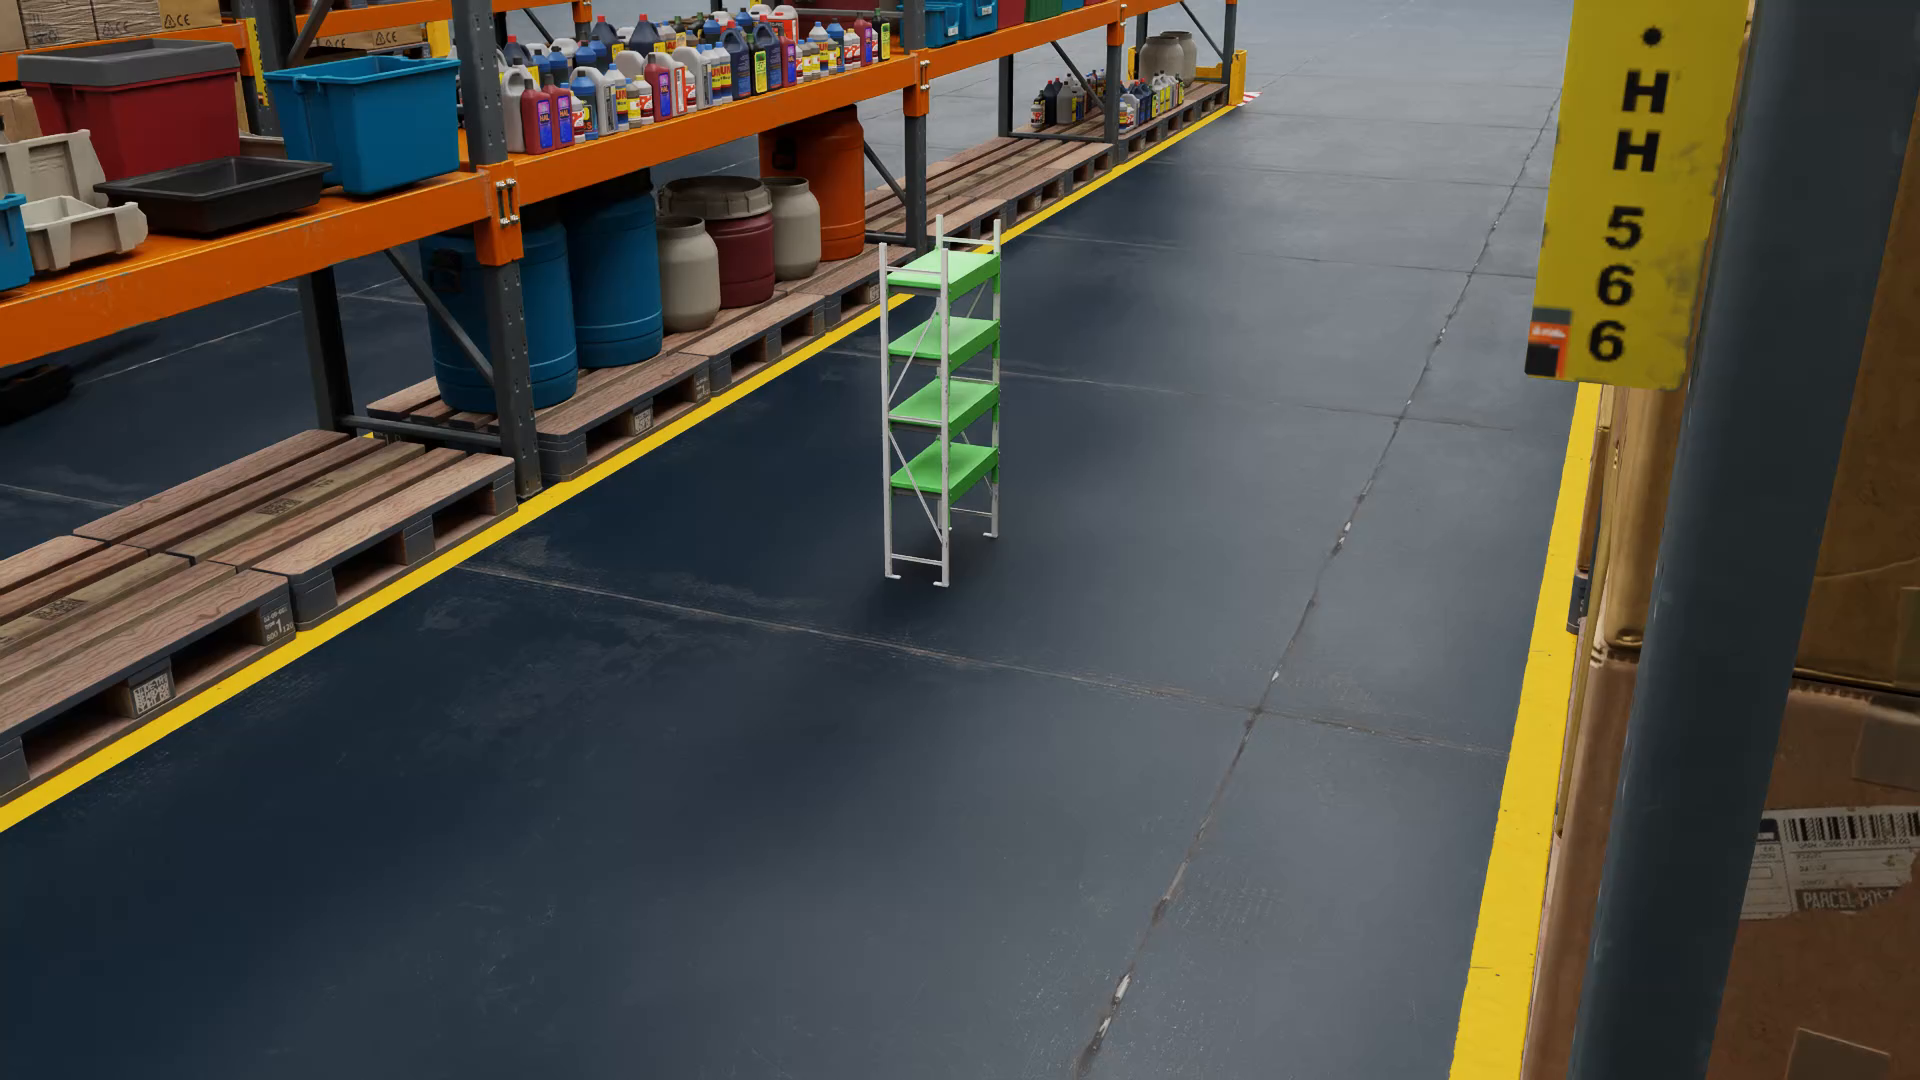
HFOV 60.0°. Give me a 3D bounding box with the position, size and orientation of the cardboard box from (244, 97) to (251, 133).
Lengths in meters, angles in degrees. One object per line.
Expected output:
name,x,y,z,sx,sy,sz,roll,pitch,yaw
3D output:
cardboard box,-5.054,-3.064,12.365,0.700,0.500,0.500,7,24,17

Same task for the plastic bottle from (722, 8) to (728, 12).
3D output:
plastic bottle,-1.311,-2.789,9.186,0.061,0.283,0.133,9,24,20

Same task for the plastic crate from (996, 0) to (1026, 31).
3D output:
plastic crate,0.198,-3.626,10.957,0.402,0.464,0.583,9,24,20

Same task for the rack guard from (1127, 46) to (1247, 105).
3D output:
rack guard,2.301,-4.738,16.944,1.175,0.500,0.348,9,24,20

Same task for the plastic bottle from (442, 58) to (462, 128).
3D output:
plastic bottle,-2.190,-1.892,7.048,0.152,0.276,0.135,9,24,20

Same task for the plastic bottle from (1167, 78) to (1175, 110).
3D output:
plastic bottle,1.840,-4.015,14.934,0.152,0.276,0.135,8,24,19

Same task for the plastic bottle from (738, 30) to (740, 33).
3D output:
plastic bottle,-1.067,-2.348,8.131,0.061,0.283,0.133,9,24,20

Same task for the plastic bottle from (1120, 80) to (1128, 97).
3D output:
plastic bottle,1.351,-3.725,14.141,0.144,0.351,0.185,9,24,20

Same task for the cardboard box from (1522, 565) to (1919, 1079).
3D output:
cardboard box,0.854,0.266,1.593,0.500,0.500,0.500,10,25,22

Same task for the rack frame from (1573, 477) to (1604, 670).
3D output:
rack frame,2.426,-0.920,4.562,1.000,3.000,0.127,9,24,20

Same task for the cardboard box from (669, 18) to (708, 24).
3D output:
cardboard box,-2.751,-5.235,17.589,0.500,0.500,0.500,16,28,34

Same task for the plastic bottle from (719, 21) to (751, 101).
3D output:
plastic bottle,-1.081,-2.260,7.832,0.144,0.351,0.185,9,24,20

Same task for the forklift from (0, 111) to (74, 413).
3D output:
forklift,-4.804,-1.942,7.096,1.130,2.935,3.031,4,23,9

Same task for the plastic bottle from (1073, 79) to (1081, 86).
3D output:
plastic bottle,1.027,-3.954,14.786,0.152,0.276,0.135,9,24,21

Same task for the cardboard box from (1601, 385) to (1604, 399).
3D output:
cardboard box,2.908,-0.725,6.766,0.500,0.500,0.500,8,24,18

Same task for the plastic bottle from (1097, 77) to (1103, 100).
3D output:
plastic bottle,1.284,-4.196,15.463,0.097,0.201,0.097,0,23,0

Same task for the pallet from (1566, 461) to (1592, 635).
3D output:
pallet,2.693,0.070,5.809,1.003,0.211,1.213,9,24,20

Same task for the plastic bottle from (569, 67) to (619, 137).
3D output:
plastic bottle,-1.510,-1.816,6.866,0.152,0.276,0.135,9,24,20

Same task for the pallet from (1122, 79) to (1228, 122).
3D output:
pallet,1.994,-4.315,16.305,1.003,0.211,1.213,9,24,20

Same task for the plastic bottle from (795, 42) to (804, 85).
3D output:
plastic bottle,-0.839,-2.400,8.361,0.097,0.201,0.097,0,23,0

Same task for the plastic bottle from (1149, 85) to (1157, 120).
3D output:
plastic bottle,1.655,-3.793,14.393,0.061,0.283,0.133,10,25,22

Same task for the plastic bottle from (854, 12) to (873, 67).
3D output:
plastic bottle,-0.526,-2.720,9.022,0.061,0.283,0.133,9,24,20

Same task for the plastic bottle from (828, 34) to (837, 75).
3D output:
plastic bottle,-0.694,-2.539,8.695,0.097,0.201,0.097,0,23,0

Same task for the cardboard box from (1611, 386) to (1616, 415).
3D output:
cardboard box,1.608,-0.461,3.332,0.500,0.500,0.500,9,24,20

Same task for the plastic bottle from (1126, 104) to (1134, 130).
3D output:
plastic bottle,1.401,-3.530,13.868,0.097,0.201,0.097,0,23,0

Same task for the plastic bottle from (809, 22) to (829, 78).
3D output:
plastic bottle,-0.730,-2.537,8.598,0.097,0.271,0.097,0,23,0

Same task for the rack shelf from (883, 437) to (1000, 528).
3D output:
rack shelf,-0.061,-0.214,5.994,0.258,0.148,0.480,9,24,20

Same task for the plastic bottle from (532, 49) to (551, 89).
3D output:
plastic bottle,-1.880,-2.059,7.454,0.097,0.271,0.097,0,23,0

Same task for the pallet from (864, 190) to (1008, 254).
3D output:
pallet,-0.362,-2.047,10.877,1.003,0.211,1.213,9,24,20

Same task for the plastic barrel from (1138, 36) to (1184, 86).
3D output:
plastic barrel,1.926,-4.545,15.923,0.421,0.512,0.421,0,23,0

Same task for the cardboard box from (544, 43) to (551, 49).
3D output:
cardboard box,-3.613,-4.381,15.544,0.500,0.500,0.500,8,24,18

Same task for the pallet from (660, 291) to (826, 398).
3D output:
pallet,-1.395,-1.052,8.496,1.003,0.211,1.213,9,24,20

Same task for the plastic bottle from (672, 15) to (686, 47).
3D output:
plastic bottle,-1.496,-2.610,8.759,0.061,0.283,0.133,9,24,20

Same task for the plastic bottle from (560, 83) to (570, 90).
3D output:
plastic bottle,-1.633,-1.792,6.907,0.097,0.201,0.097,0,23,0

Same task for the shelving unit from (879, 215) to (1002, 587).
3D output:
shelving unit,-0.062,-0.494,5.877,0.258,1.200,0.503,9,24,20

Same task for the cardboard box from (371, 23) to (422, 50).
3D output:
cardboard box,-7.071,-6.342,19.753,0.875,0.875,0.875,9,24,20

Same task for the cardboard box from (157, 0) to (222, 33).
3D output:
cardboard box,-5.238,-3.606,10.860,0.500,0.500,0.500,10,25,22

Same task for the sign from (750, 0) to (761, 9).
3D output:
sign,-1.199,-3.214,9.841,0.100,0.325,0.005,9,24,20

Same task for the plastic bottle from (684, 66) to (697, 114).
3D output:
plastic bottle,-1.234,-2.019,7.450,0.097,0.201,0.097,0,23,0

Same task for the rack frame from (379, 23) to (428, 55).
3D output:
rack frame,-6.880,-7.381,20.028,1.000,3.000,0.127,9,24,20

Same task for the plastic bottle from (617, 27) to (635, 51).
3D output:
plastic bottle,-1.662,-2.400,8.265,0.152,0.276,0.135,9,24,20

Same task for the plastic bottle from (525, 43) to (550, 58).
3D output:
plastic bottle,-1.952,-2.120,7.595,0.152,0.276,0.135,9,24,20

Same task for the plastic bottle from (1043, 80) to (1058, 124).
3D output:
plastic bottle,0.772,-3.746,14.193,0.144,0.351,0.185,8,24,19

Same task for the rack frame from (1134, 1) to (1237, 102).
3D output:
rack frame,2.286,-5.925,16.543,1.000,3.000,0.127,9,24,20

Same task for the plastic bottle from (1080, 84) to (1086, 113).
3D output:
plastic bottle,1.067,-3.894,14.634,0.061,0.283,0.133,9,24,20

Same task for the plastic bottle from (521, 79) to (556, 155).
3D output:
plastic bottle,-1.639,-1.647,6.453,0.061,0.283,0.133,9,24,20

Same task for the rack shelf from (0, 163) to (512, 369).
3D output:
rack shelf,-2.915,-0.583,4.688,1.077,0.370,4.000,9,24,20

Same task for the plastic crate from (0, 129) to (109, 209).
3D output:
plastic crate,-2.910,-1.084,5.029,0.437,0.282,0.530,9,24,20

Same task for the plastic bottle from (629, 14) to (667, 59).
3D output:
plastic bottle,-1.534,-2.405,8.179,0.144,0.351,0.185,9,24,20

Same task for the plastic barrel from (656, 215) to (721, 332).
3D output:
plastic barrel,-1.398,-1.312,8.181,0.421,0.512,0.421,0,23,0

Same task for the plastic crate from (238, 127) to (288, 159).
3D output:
plastic crate,-2.477,-1.391,5.952,0.396,0.136,0.243,9,24,20
